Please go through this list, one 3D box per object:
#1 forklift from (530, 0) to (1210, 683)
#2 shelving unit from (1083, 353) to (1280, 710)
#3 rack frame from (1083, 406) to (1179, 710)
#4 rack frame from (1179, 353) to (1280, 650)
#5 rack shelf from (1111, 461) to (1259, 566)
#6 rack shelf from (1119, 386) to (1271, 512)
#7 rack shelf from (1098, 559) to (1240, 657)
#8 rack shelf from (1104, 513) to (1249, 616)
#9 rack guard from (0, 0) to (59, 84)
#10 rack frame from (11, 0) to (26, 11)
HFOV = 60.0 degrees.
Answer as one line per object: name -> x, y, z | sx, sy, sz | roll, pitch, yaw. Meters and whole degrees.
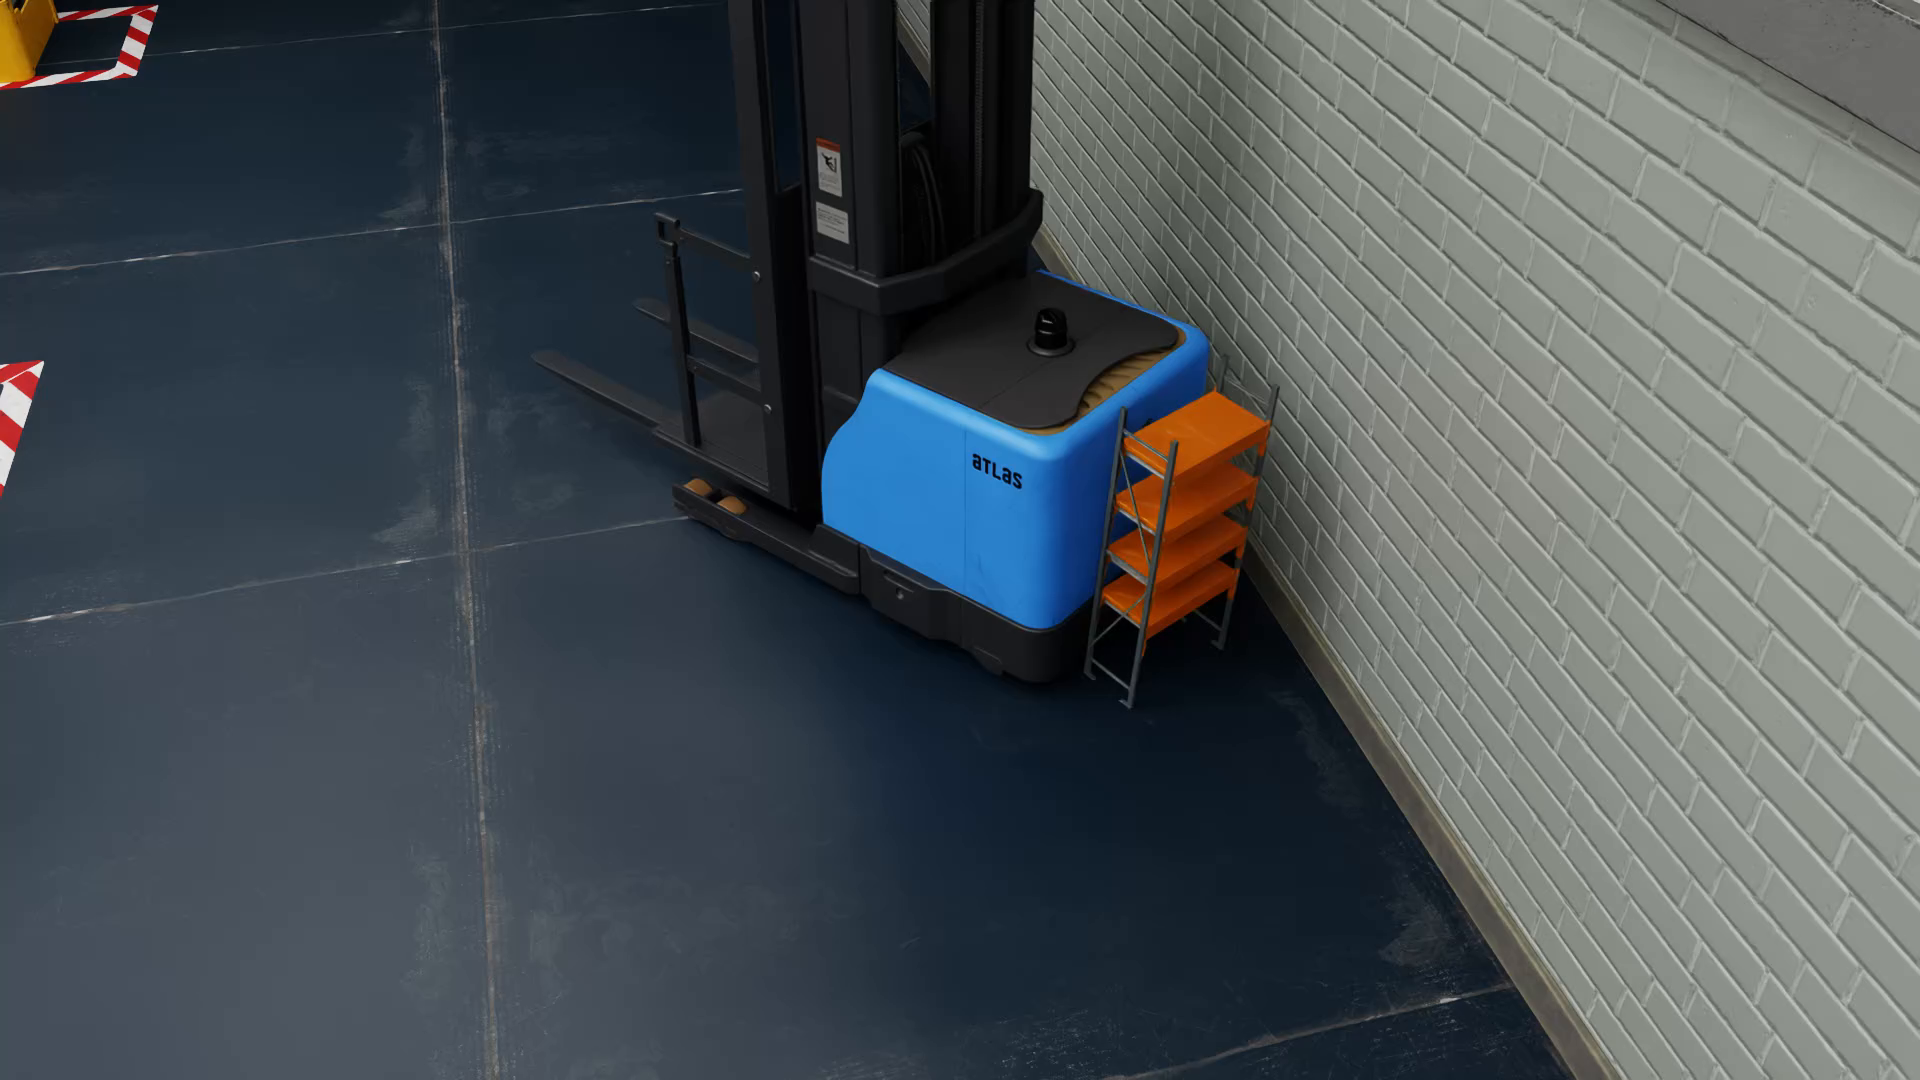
forklift -> -0.550, -1.396, 6.162 | 3.031, 2.935, 1.130 | 26, 45, 30
shelving unit -> 0.749, -0.009, 5.759 | 0.503, 1.200, 0.258 | -28, 50, -32
rack frame -> 0.567, 0.090, 5.630 | 0.015, 1.200, 0.240 | -28, 50, -32
rack frame -> 0.931, -0.108, 5.888 | 0.015, 1.200, 0.240 | -28, 50, -32
rack shelf -> 0.757, -0.127, 5.657 | 0.480, 0.148, 0.258 | -28, 50, -32
rack shelf -> 0.769, -0.306, 5.503 | 0.480, 0.148, 0.258 | -28, 50, -32
rack shelf -> 0.736, 0.192, 5.932 | 0.480, 0.148, 0.258 | -28, 50, -32
rack shelf -> 0.746, 0.042, 5.803 | 0.480, 0.148, 0.258 | -28, 50, -32
rack guard -> -6.213, -3.435, 10.828 | 0.348, 0.500, 1.175 | -9, 38, -12
rack frame -> -6.237, -4.424, 10.064 | 0.127, 3.000, 1.000 | -9, 38, -12
